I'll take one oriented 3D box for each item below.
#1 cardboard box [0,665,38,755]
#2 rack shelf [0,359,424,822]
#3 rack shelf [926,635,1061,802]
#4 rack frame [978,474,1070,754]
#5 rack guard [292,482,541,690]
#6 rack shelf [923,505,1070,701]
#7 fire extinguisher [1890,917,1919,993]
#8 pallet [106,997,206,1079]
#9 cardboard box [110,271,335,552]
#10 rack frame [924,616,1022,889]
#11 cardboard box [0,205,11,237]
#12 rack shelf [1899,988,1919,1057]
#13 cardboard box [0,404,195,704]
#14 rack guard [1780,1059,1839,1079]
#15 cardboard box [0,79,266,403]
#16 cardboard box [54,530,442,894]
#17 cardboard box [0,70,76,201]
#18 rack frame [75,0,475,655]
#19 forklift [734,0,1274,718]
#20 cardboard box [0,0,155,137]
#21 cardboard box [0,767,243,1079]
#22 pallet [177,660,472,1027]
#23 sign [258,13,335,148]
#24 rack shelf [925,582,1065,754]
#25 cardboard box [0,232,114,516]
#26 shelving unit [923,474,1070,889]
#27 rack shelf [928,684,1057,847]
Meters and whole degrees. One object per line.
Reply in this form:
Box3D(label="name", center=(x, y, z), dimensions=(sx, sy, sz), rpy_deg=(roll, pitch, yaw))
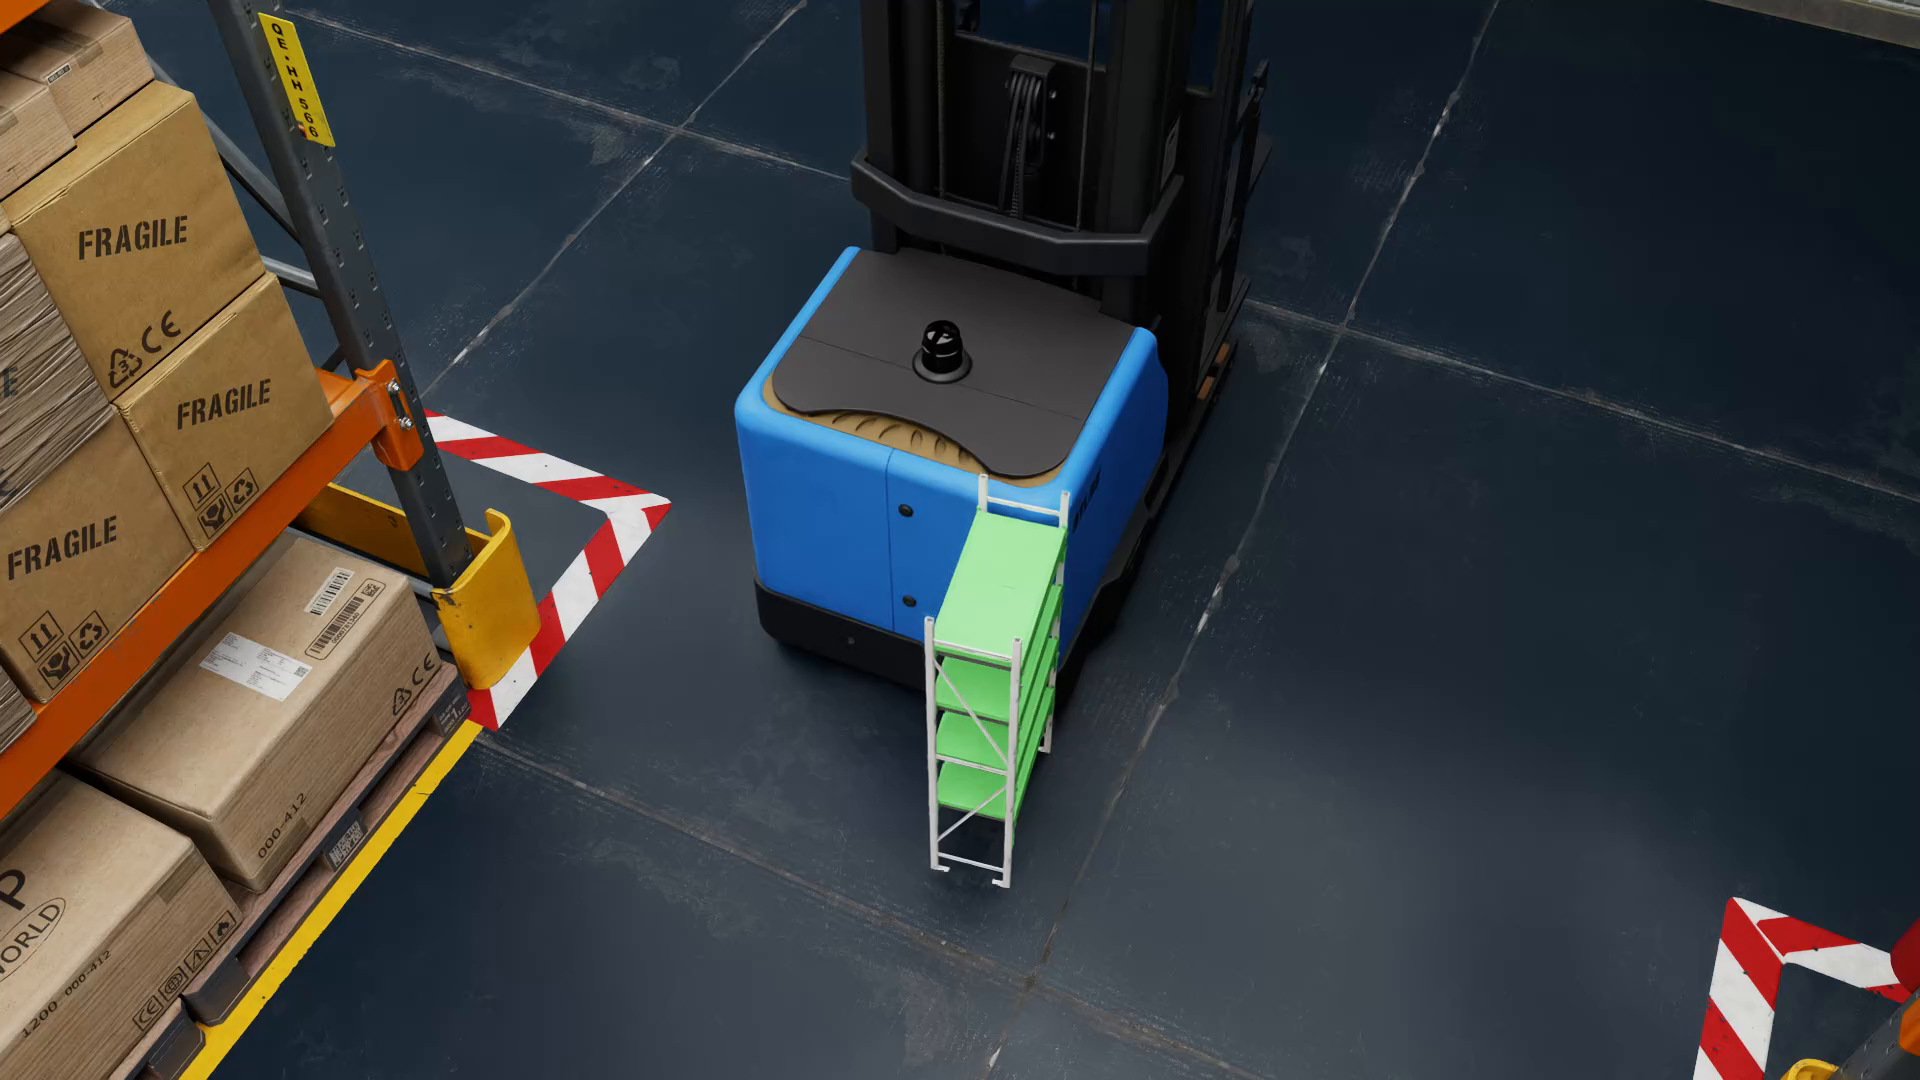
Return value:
Box3D(label="cardboard box", center=(-2.383, 0.319, 3.444), dimensions=(0.500, 0.500, 0.500), rpy_deg=(21, 53, 17))
Box3D(label="rack shelf", center=(-2.832, 0.845, 3.534), dimensions=(1.077, 0.370, 4.000), rpy_deg=(20, 52, 16))
Box3D(label="rack shelf", center=(0.099, 0.467, 4.649), dimensions=(0.258, 0.148, 0.480), rpy_deg=(12, 51, 10))
Box3D(label="rack frame", center=(0.166, 0.247, 4.752), dimensions=(0.240, 1.200, 0.015), rpy_deg=(12, 51, 10))
Box3D(label="rack guard", center=(-1.967, 0.028, 5.398), dimensions=(1.175, 0.500, 0.348), rpy_deg=(20, 52, 16))
Box3D(label="rack shelf", center=(0.099, 0.155, 4.284), dimensions=(0.258, 0.148, 0.480), rpy_deg=(12, 51, 10))
Box3D(label="fire extinguisher", center=(2.157, 0.742, 3.445), dimensions=(0.296, 0.674, 0.183), rpy_deg=(20, 52, 16))
Box3D(label="pallet", center=(-2.770, 1.552, 4.291), dimensions=(1.003, 0.211, 1.213), rpy_deg=(20, 52, 16))
Box3D(label="cardboard box", center=(-1.944, -0.379, 4.038), dimensions=(0.500, 0.500, 0.500), rpy_deg=(20, 53, 16))
Box3D(label="rack frame", center=(0.031, 0.604, 4.448), dimensions=(0.240, 1.200, 0.015), rpy_deg=(12, 51, 10))
Box3D(label="cardboard box", center=(-2.070, -0.632, 3.170), dimensions=(0.380, 0.149, 0.250), rpy_deg=(19, 52, 16))
Box3D(label="rack shelf", center=(1.658, 2.458, 2.162), dimensions=(1.077, 0.370, 4.000), rpy_deg=(20, 52, 16))
Box3D(label="cardboard box", center=(-2.172, -0.039, 3.748), dimensions=(0.500, 0.500, 0.500), rpy_deg=(19, 52, 15))
Box3D(label="rack guard", center=(2.480, 1.710, 3.967), dimensions=(1.175, 0.500, 0.348), rpy_deg=(20, 52, 16))
Box3D(label="cardboard box", center=(-1.968, -0.712, 3.664), dimensions=(0.500, 0.500, 0.500), rpy_deg=(21, 53, 17))
Box3D(label="cardboard box", center=(-2.169, 0.416, 4.833), dimensions=(0.875, 0.438, 0.875), rpy_deg=(18, 52, 15))
Box3D(label="cardboard box", center=(-2.036, -0.837, 3.345), dimensions=(0.380, 0.149, 0.250), rpy_deg=(21, 53, 17))
Box3D(label="rack frame", center=(-1.977, -0.765, 4.432), dimensions=(1.000, 3.000, 0.127), rpy_deg=(20, 52, 16))
Box3D(label="forklift", center=(0.389, -1.517, 5.116), dimensions=(1.130, 2.935, 3.031), rpy_deg=(18, 52, 15))
Box3D(label="cardboard box", center=(-1.949, -1.020, 3.500), dimensions=(0.380, 0.149, 0.250), rpy_deg=(20, 53, 17))
Box3D(label="cardboard box", center=(-2.552, 1.049, 4.294), dimensions=(0.875, 0.438, 0.875), rpy_deg=(21, 53, 17))
Box3D(label="pallet", center=(-2.248, 0.715, 5.003), dimensions=(1.003, 0.211, 1.213), rpy_deg=(20, 52, 16))
Box3D(label="sign", center=(-1.492, -1.031, 3.742), dimensions=(0.100, 0.325, 0.005), rpy_deg=(20, 52, 16))
Box3D(label="rack shelf", center=(0.099, 0.311, 4.466), dimensions=(0.258, 0.148, 0.480), rpy_deg=(12, 51, 10))
Box3D(label="cardboard box", center=(-2.165, -0.343, 3.350), dimensions=(0.500, 0.500, 0.500), rpy_deg=(20, 52, 16))
Box3D(label="shelving unit", center=(0.099, 0.425, 4.600), dimensions=(0.258, 1.200, 0.503), rpy_deg=(12, 51, 10))
Box3D(label="rack shelf", center=(0.099, 0.622, 4.832), dimensions=(0.258, 0.148, 0.480), rpy_deg=(12, 51, 10))
